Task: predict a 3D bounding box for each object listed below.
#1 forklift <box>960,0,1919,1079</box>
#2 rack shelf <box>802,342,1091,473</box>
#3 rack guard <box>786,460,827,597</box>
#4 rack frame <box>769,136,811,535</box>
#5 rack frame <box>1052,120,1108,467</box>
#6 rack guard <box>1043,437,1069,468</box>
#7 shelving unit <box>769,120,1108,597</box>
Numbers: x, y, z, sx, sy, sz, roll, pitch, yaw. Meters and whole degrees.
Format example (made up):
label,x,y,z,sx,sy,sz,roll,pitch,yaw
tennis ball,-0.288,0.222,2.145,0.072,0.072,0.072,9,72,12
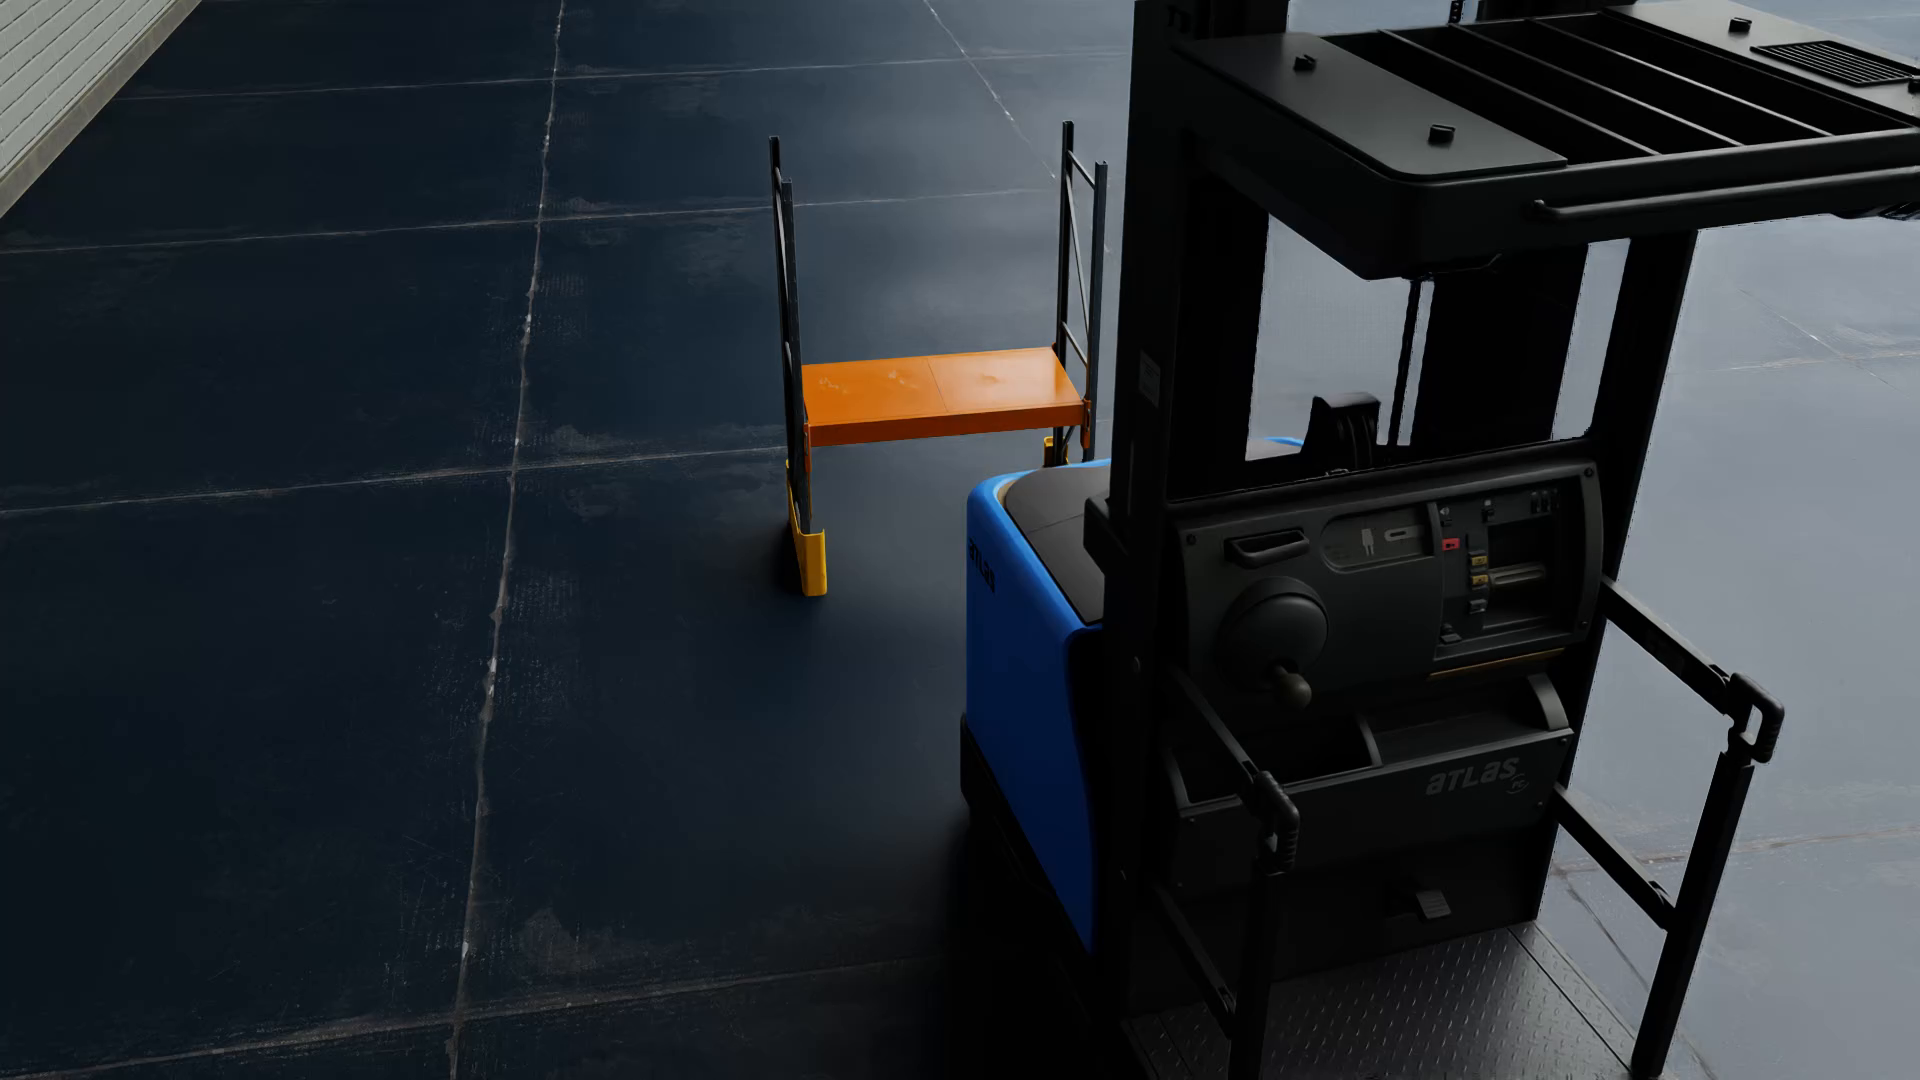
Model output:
label,x,y,z,sx,sy,sz,roll,pitch,yaw
forklift,0.932,0.136,3.127,1.130,2.935,3.031,-9,32,-15
rack shelf,-0.084,-0.484,5.948,1.000,0.185,0.538,-5,31,-9
rack guard,-0.565,-0.055,6.097,0.087,0.250,0.587,-5,31,-9
rack frame,-0.584,-0.592,5.778,0.032,1.500,0.500,-5,31,-9
rack frame,0.416,-0.685,5.936,0.032,1.500,0.500,-5,31,-9
rack guard,0.415,-0.146,6.252,0.087,0.250,0.587,-5,31,-9
shelving unit,-0.075,-0.640,5.858,1.083,1.500,0.587,-5,31,-9
